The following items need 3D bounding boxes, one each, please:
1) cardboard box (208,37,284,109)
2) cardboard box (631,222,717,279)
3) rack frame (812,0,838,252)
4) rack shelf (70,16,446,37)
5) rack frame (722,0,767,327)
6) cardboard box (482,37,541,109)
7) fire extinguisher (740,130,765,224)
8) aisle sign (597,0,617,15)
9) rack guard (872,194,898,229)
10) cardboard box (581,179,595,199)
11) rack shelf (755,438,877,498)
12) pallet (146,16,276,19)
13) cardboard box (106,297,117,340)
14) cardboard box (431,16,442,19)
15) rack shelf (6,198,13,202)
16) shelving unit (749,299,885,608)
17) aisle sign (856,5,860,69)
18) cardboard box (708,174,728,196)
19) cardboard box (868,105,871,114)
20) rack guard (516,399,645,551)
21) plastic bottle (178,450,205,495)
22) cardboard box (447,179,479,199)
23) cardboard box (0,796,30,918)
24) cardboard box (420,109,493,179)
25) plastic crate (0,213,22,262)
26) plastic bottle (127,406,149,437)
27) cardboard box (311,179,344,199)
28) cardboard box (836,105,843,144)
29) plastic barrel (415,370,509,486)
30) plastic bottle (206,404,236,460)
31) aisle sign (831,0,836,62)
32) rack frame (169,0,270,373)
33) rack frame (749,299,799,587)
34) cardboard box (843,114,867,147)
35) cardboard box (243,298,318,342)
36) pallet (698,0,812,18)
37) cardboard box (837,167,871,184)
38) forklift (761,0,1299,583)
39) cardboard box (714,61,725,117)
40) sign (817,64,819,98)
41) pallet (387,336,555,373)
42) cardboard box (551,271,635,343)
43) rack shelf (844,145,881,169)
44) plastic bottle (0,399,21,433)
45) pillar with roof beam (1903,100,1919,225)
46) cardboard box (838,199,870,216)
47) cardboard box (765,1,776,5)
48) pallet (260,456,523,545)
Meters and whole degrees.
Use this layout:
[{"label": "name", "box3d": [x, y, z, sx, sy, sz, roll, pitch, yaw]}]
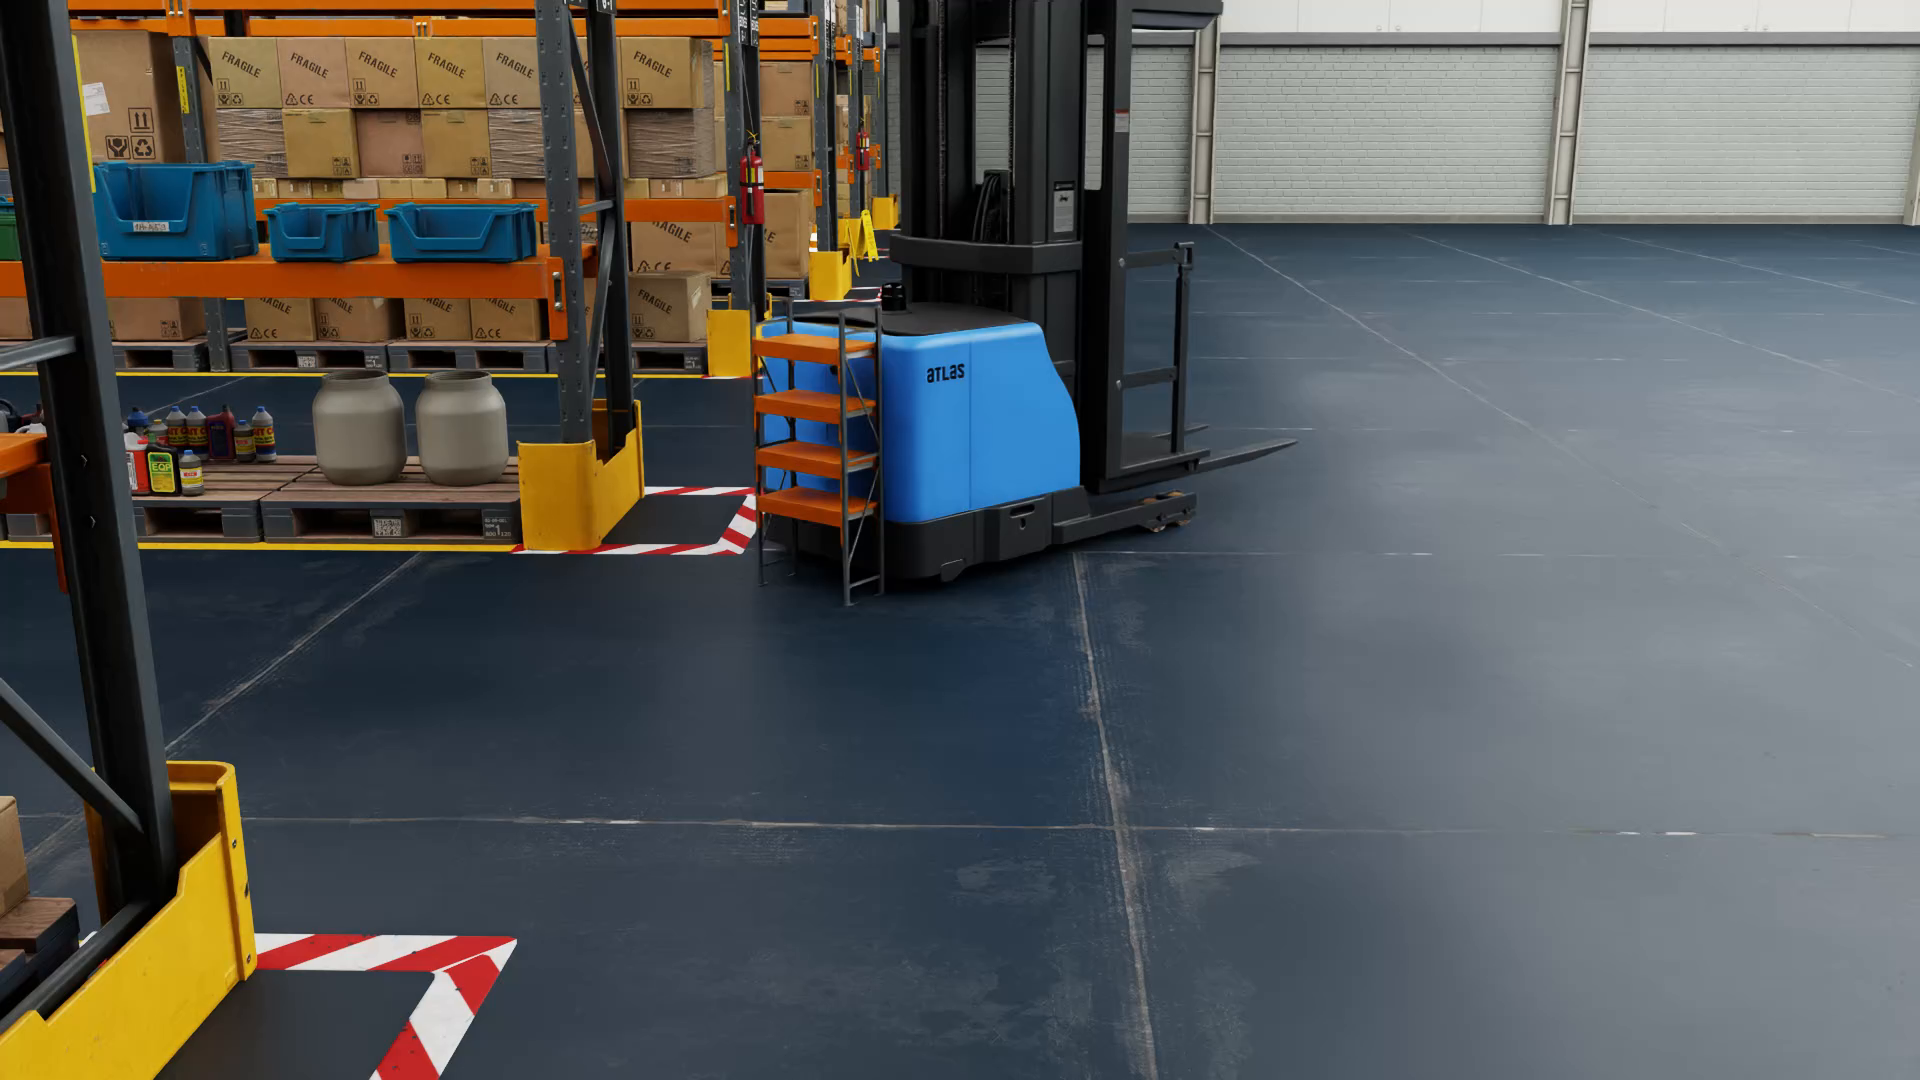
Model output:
[{"label": "cardboard box", "box3d": [-5.190, -3.458, 12.327, 0.500, 0.500, 0.500, 0, 15, 1]}, {"label": "cardboard box", "box3d": [-2.966, -3.257, 17.646, 0.875, 0.875, 0.875, 0, 15, 1]}, {"label": "rack frame", "box3d": [-1.407, -4.088, 17.456, 0.127, 3.000, 1.000, 0, 15, 1]}, {"label": "rack shelf", "box3d": [-7.405, -5.230, 17.313, 4.000, 0.370, 1.077, 0, 15, 1]}, {"label": "rack frame", "box3d": [-1.634, -2.824, 12.664, 0.127, 3.000, 1.000, 0, 15, 1]}, {"label": "cardboard box", "box3d": [-3.190, -3.446, 12.282, 0.500, 0.500, 0.500, 0, 15, 1]}, {"label": "fire extinguisher", "box3d": [-1.532, -2.668, 12.225, 0.183, 0.674, 0.296, 0, 15, 1]}, {"label": "aisle sign", "box3d": [-1.681, -2.892, 7.826, 0.004, 0.787, 0.394, 0, 15, 1]}, {"label": "rack guard", "box3d": [-1.234, -5.408, 27.359, 0.348, 0.500, 1.175, 0, 15, 1]}, {"label": "cardboard box", "box3d": [-2.675, -2.648, 12.488, 0.250, 0.149, 0.380, 0, 15, 1]}, {"label": "rack shelf", "box3d": [-0.589, -0.302, 6.897, 0.480, 0.148, 0.258, 11, 18, 36]}, {"label": "pallet", "box3d": [-7.641, -5.502, 17.305, 1.213, 0.211, 1.003, 1, 15, 4]}, {"label": "cardboard box", "box3d": [-6.722, -1.872, 13.091, 0.500, 0.500, 0.700, 0, 15, 1]}, {"label": "cardboard box", "box3d": [-6.983, -6.933, 21.830, 0.500, 0.250, 0.500, 1, 15, 2]}, {"label": "rack shelf", "box3d": [-7.632, -2.515, 12.904, 4.000, 0.370, 1.077, 0, 15, 1]}, {"label": "shelving unit", "box3d": [-0.589, -0.367, 6.880, 0.503, 1.200, 0.258, 11, 18, 36]}, {"label": "aisle sign", "box3d": [-1.327, -6.534, 21.629, 0.004, 0.787, 0.394, 0, 15, 1]}, {"label": "cardboard box", "box3d": [-1.913, -2.765, 12.933, 0.250, 0.149, 0.380, 0, 15, 1]}, {"label": "cardboard box", "box3d": [-1.591, -7.047, 27.204, 0.250, 0.149, 0.380, 0, 15, 0]}, {"label": "rack guard", "box3d": [-1.838, -0.341, 8.152, 0.348, 0.500, 1.175, 0, 15, 1]}, {"label": "plastic bottle", "box3d": [-3.608, -0.321, 7.799, 0.097, 0.201, 0.097, 0, 15, 0]}, {"label": "cardboard box", "box3d": [-3.675, -2.654, 12.512, 0.250, 0.149, 0.380, 0, 15, 1]}, {"label": "cardboard box", "box3d": [-2.421, 0.769, 3.614, 0.500, 0.250, 0.500, 0, 15, 1]}, {"label": "cardboard box", "box3d": [-3.685, -3.020, 12.627, 0.500, 0.500, 0.875, 0, 15, 1]}, {"label": "plastic crate", "box3d": [-4.410, -1.404, 7.696, 0.662, 0.188, 0.450, 0, 15, 1]}, {"label": "plastic bottle", "box3d": [-4.210, -0.550, 8.530, 0.097, 0.271, 0.097, 0, 15, 0]}, {"label": "cardboard box", "box3d": [-4.675, -2.652, 12.503, 0.250, 0.149, 0.380, 0, 15, 1]}, {"label": "cardboard box", "box3d": [-1.848, -5.617, 22.472, 0.500, 0.500, 0.500, 0, 15, 1]}, {"label": "plastic barrel", "box3d": [-2.421, -0.546, 8.082, 0.421, 0.512, 0.421, 0, 15, 0]}, {"label": "plastic bottle", "box3d": [-3.791, -0.558, 8.536, 0.133, 0.283, 0.061, 1, 15, 2]}, {"label": "aisle sign", "box3d": [-1.328, -5.421, 17.412, 0.004, 0.787, 0.394, 0, 15, 1]}, {"label": "rack frame", "box3d": [-5.633, -2.850, 12.763, 0.127, 3.000, 1.000, 0, 15, 1]}, {"label": "rack frame", "box3d": [-0.782, -0.405, 7.025, 0.015, 1.200, 0.240, 11, 18, 36]}, {"label": "cardboard box", "box3d": [-1.757, -6.602, 26.786, 0.500, 0.500, 0.500, 0, 15, 0]}, {"label": "cardboard box", "box3d": [-5.234, -1.832, 12.979, 0.500, 0.500, 0.500, 0, 15, 0]}, {"label": "pallet", "box3d": [-2.148, -5.498, 17.092, 1.213, 0.211, 1.003, 0, 15, 1]}, {"label": "cardboard box", "box3d": [-1.726, -5.898, 26.920, 0.500, 0.250, 0.500, 1, 15, 3]}, {"label": "forklift", "box3d": [0.517, -1.536, 7.916, 3.031, 2.935, 1.130, -14, 20, -42]}, {"label": "cardboard box", "box3d": [-2.329, -4.675, 17.270, 0.550, 0.550, 0.875, 0, 15, 1]}, {"label": "sign", "box3d": [-1.434, -4.624, 16.754, 0.005, 0.325, 0.100, 0, 15, 1]}, {"label": "pallet", "box3d": [-3.738, -1.499, 13.108, 1.213, 0.211, 1.003, 0, 15, 1]}, {"label": "cardboard box", "box3d": [-2.856, -1.822, 12.942, 0.500, 0.500, 0.500, 4, 15, 16]}, {"label": "rack shelf", "box3d": [-3.257, -6.282, 27.182, 4.000, 0.370, 1.077, 0, 15, 1]}, {"label": "plastic bottle", "box3d": [-4.916, -0.587, 8.515, 0.185, 0.351, 0.144, 0, 15, -1]}, {"label": "pillar with roof beam", "box3d": [15.953, -8.537, 22.558, 0.400, 9.000, 9.100, 0, 15, 1]}, {"label": "cardboard box", "box3d": [-1.736, -5.413, 27.044, 0.500, 0.250, 0.500, 0, 15, 2]}, {"label": "cardboard box", "box3d": [-2.491, -7.016, 21.602, 0.250, 0.149, 0.380, 0, 15, 2]}, {"label": "pallet", "box3d": [-2.650, -0.208, 8.214, 1.213, 0.211, 1.003, 0, 15, 1]}]
